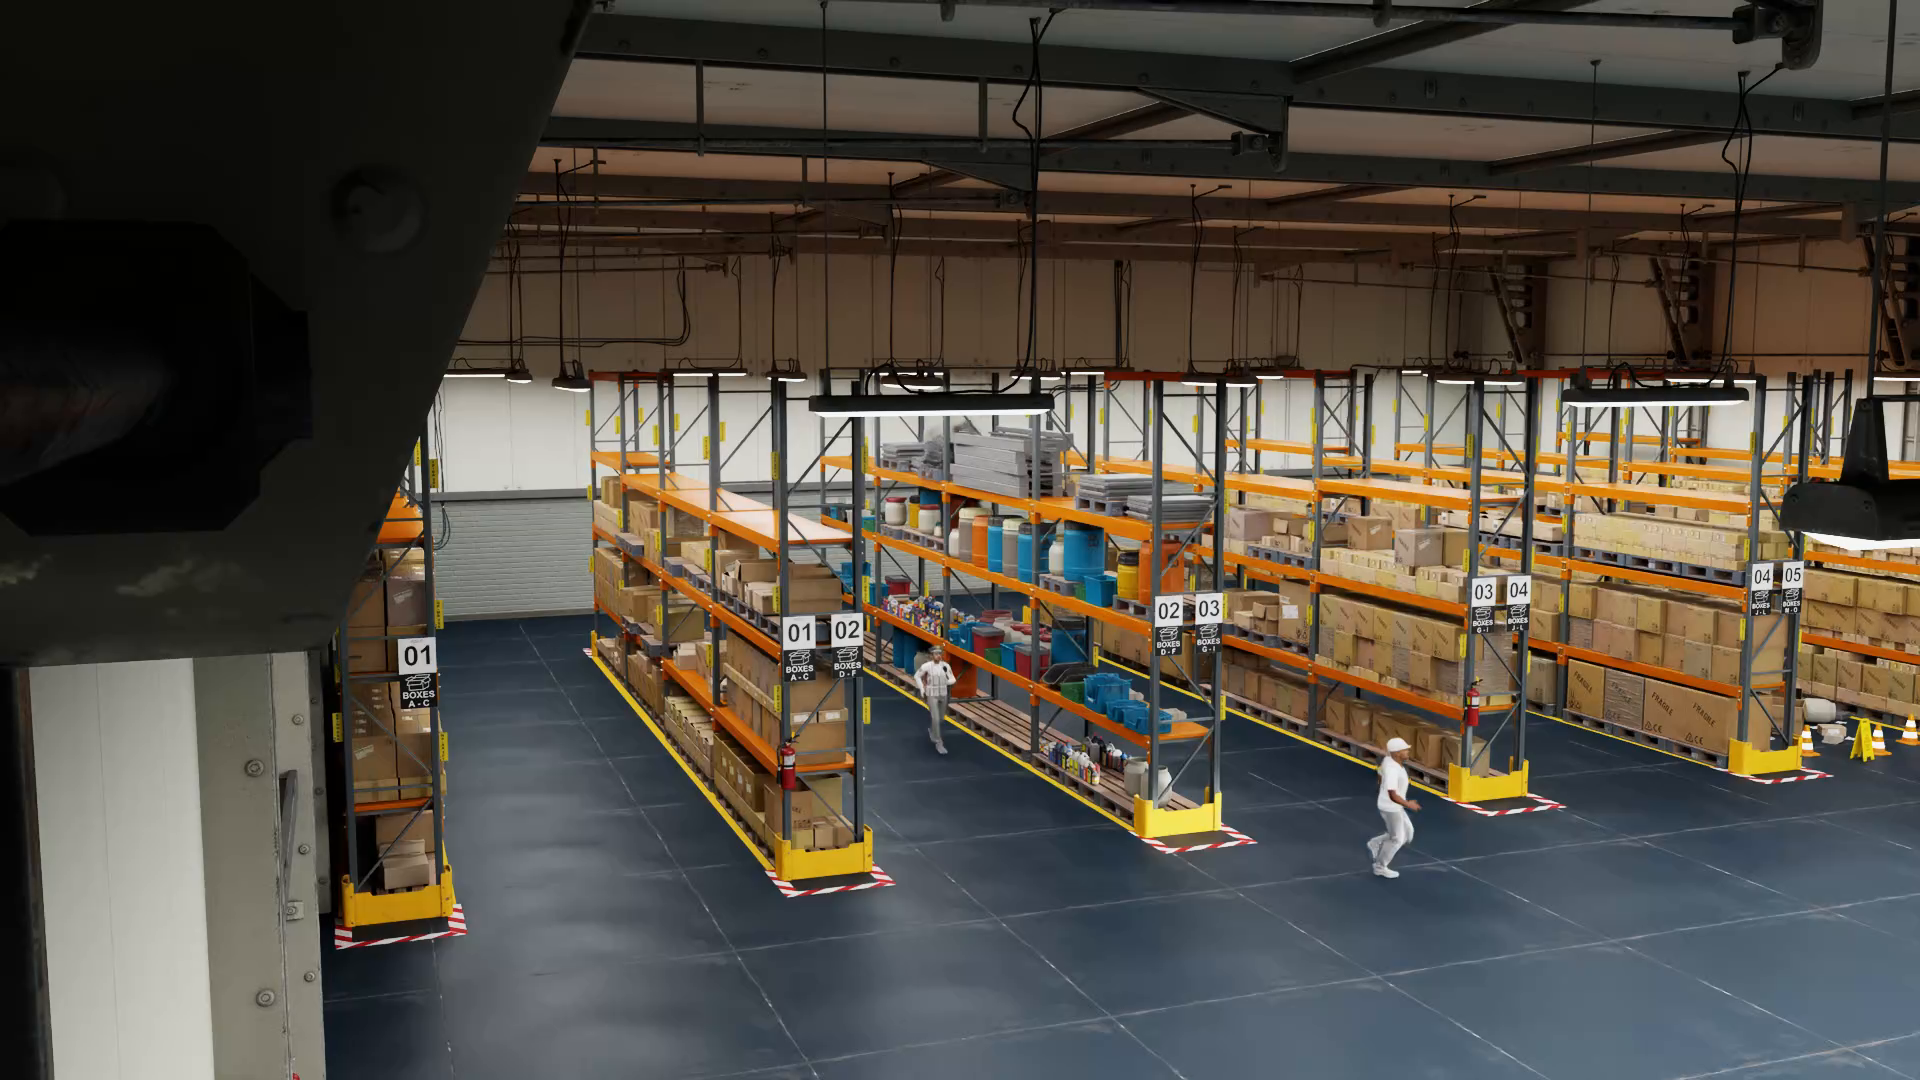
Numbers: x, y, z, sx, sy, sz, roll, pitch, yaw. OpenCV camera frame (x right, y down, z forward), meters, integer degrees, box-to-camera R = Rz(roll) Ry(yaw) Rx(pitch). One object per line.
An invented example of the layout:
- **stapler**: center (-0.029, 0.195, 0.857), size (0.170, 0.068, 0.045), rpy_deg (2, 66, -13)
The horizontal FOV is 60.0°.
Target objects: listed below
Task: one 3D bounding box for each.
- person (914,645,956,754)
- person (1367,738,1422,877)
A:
- **person**: center (-0.375, 2.502, 26.614), size (0.611, 1.682, 0.940), rpy_deg (-3, 7, -23)
- **person**: center (5.271, 3.236, 20.167), size (0.624, 1.709, 0.689), rpy_deg (1, 7, 13)
